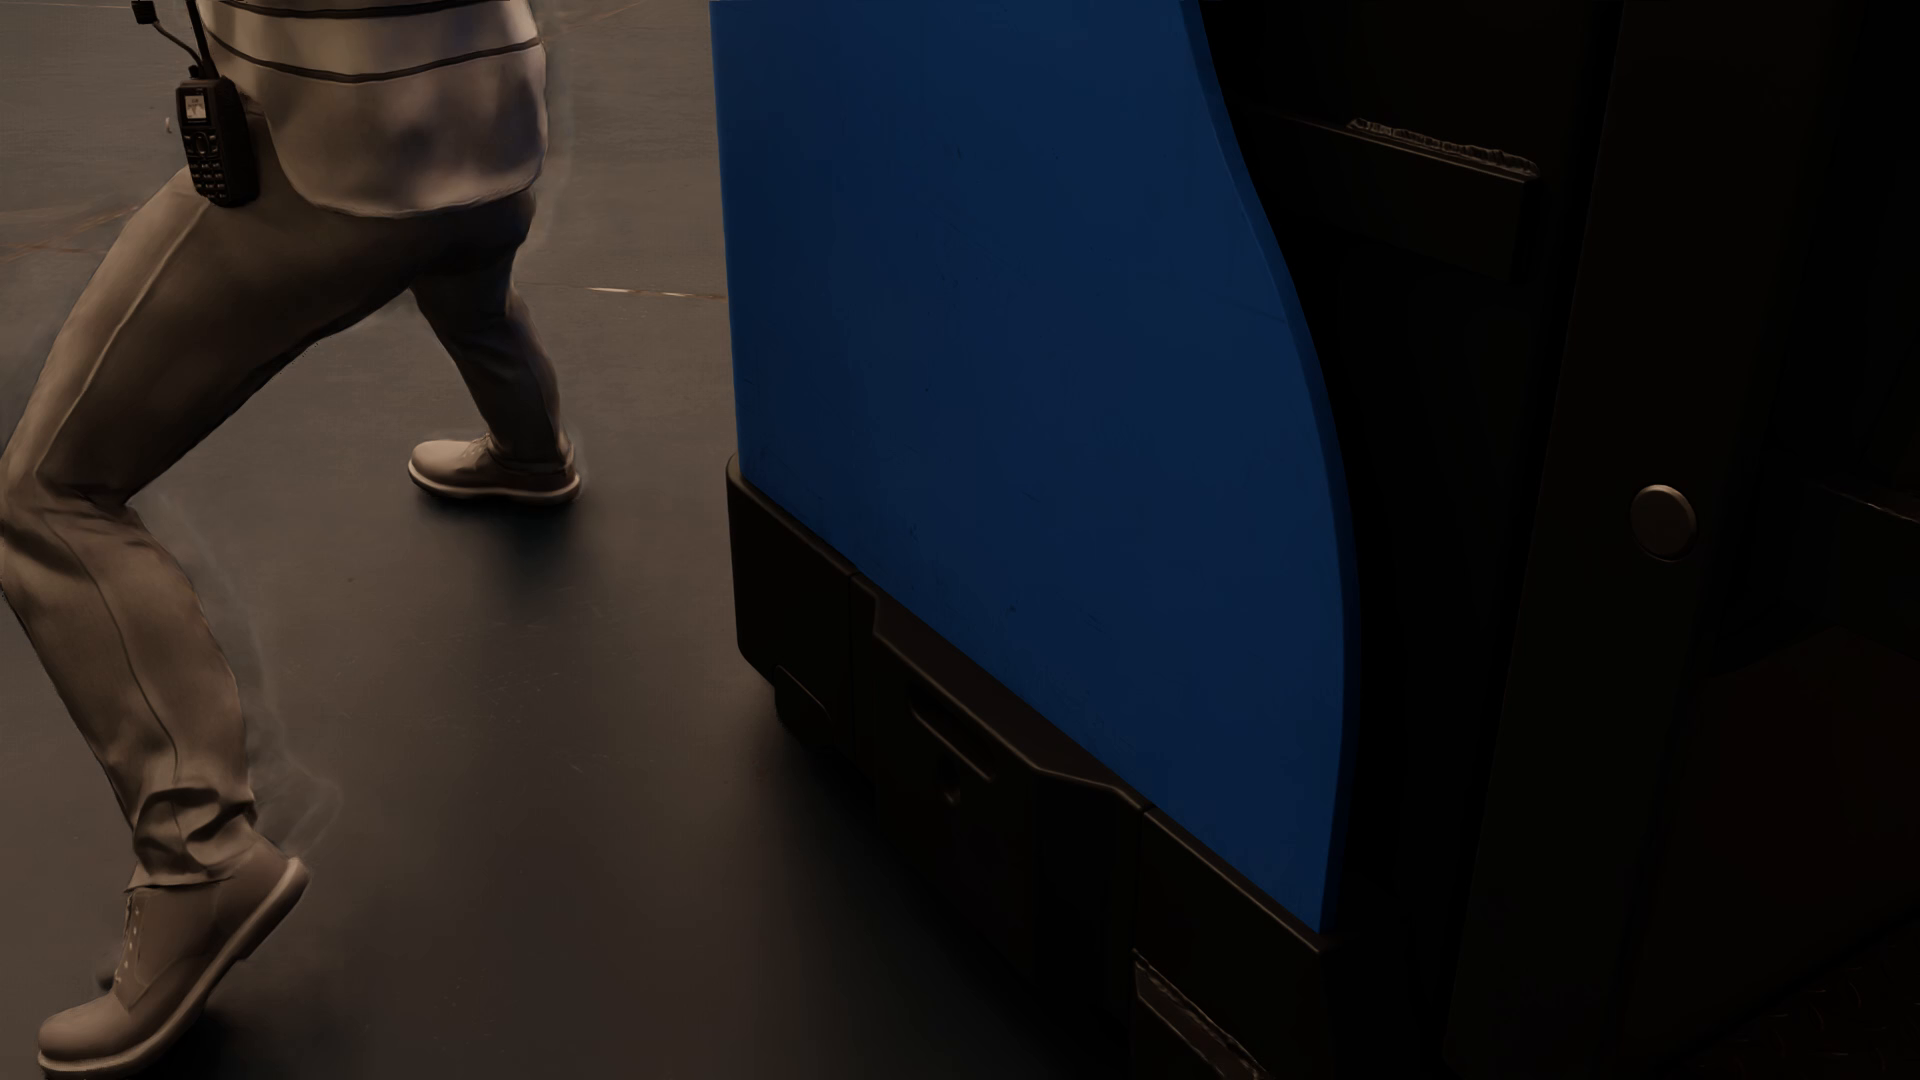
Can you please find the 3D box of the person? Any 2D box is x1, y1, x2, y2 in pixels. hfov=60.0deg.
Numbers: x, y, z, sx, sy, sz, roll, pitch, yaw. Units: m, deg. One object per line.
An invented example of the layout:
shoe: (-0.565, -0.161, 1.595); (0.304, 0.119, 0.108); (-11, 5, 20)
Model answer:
person: (-0.771, -0.452, 1.782); (0.810, 1.487, 1.209); (14, 30, 26)

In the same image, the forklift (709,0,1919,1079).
forklift: (0.940, -0.691, 0.615); (1.130, 2.935, 3.031); (-16, 31, -29)
